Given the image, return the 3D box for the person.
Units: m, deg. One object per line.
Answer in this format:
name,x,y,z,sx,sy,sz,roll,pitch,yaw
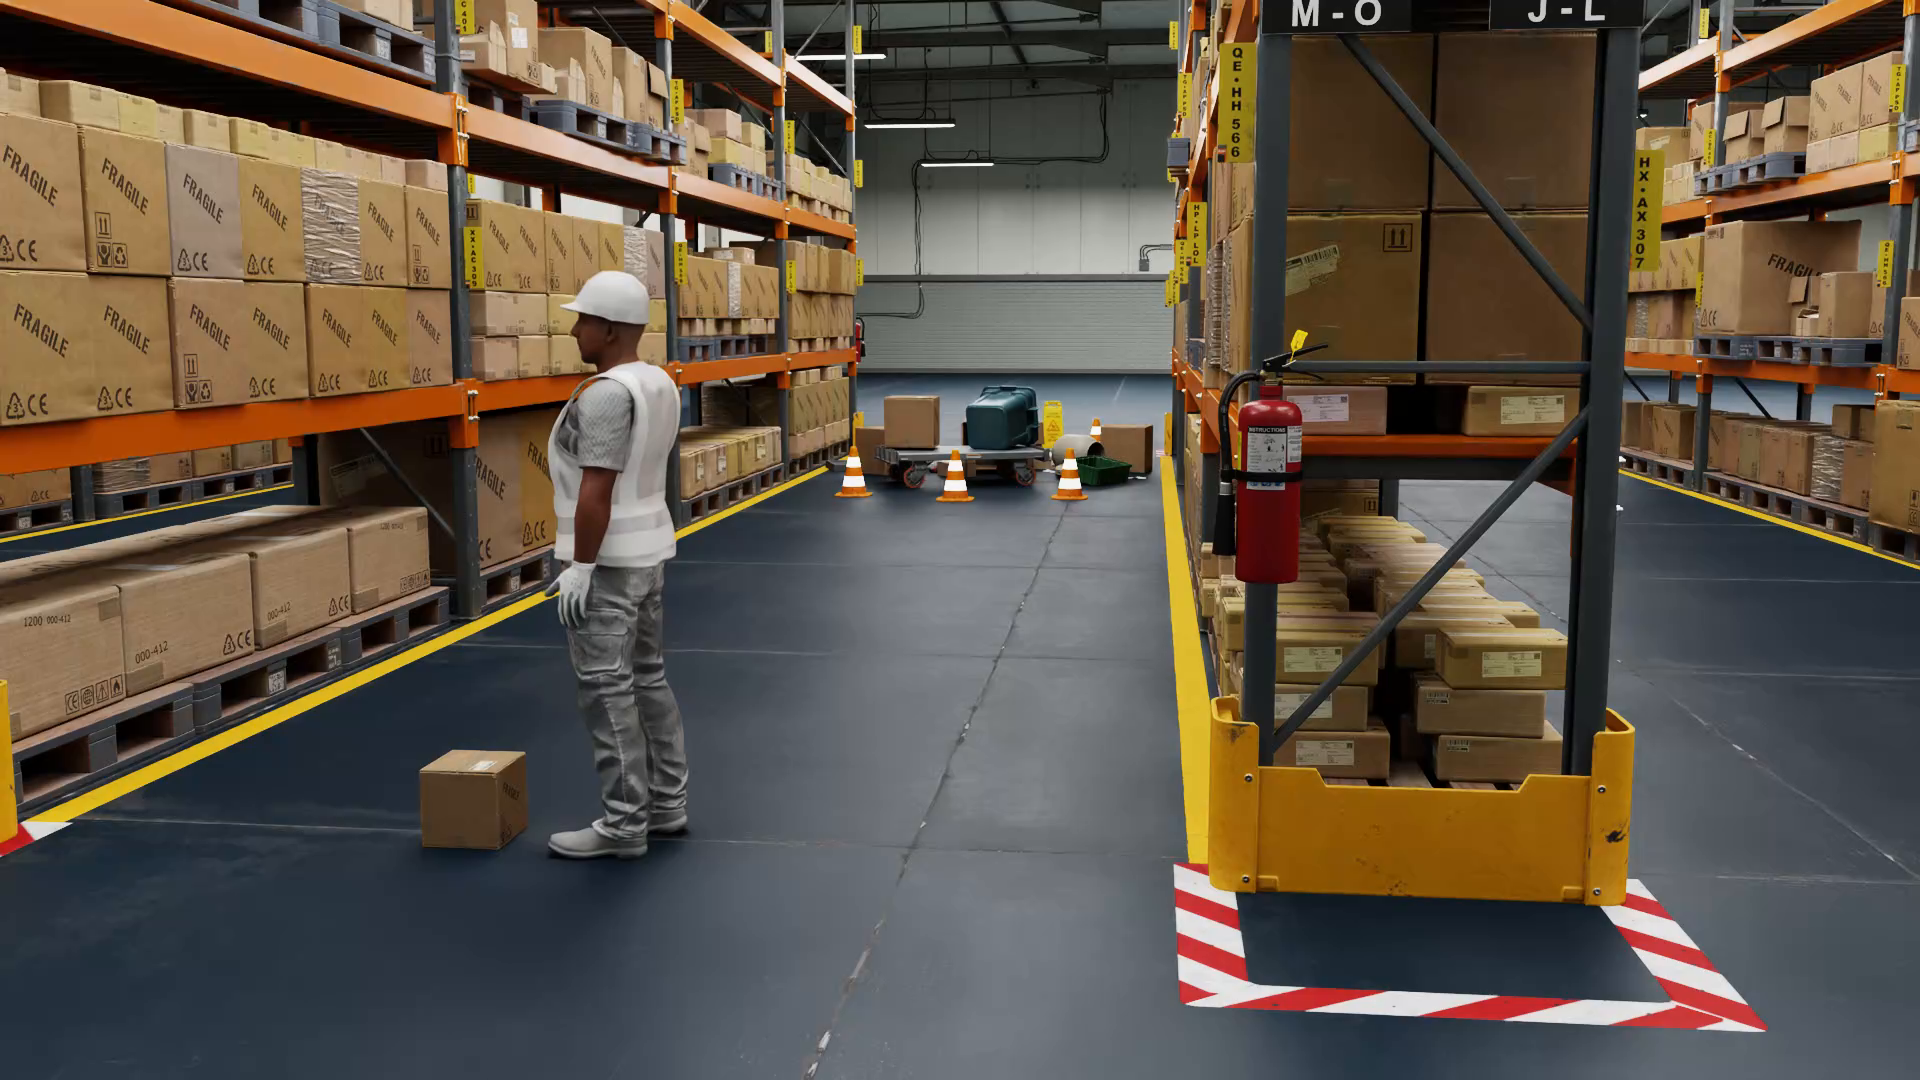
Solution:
person,-1.076,0.093,5.127,0.373,1.822,0.550,1,8,7
